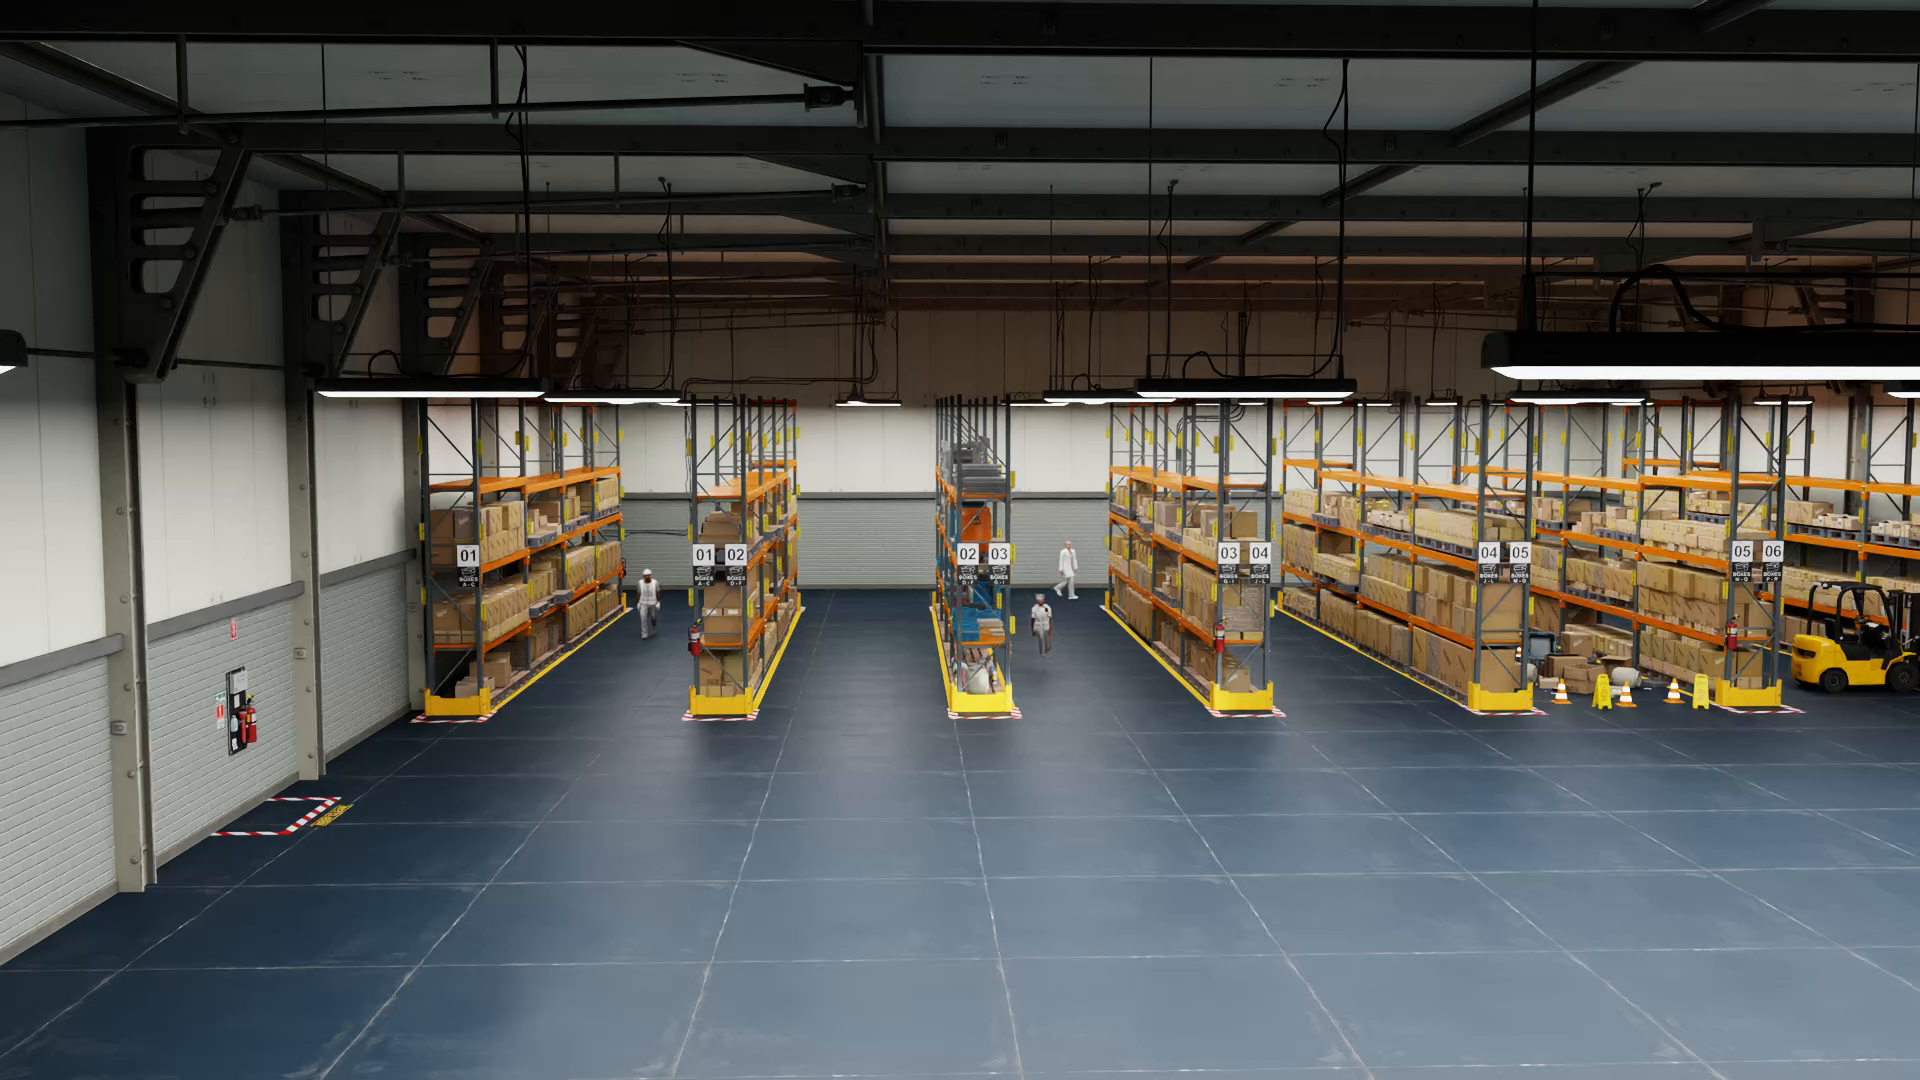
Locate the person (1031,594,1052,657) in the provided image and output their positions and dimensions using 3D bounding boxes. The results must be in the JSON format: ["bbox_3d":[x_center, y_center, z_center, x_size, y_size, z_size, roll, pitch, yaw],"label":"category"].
[{"bbox_3d":[1.825,1.899,36.735,0.443,1.445,1.058,-1,5,-9],"label":"person"}]

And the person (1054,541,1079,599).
[{"bbox_3d":[3.227,0.890,50.135,0.945,1.749,0.545,3,5,35],"label":"person"}]

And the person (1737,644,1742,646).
[{"bbox_3d":[16.820,2.050,36.197,0.612,1.658,0.785,-1,5,-11],"label":"person"}]

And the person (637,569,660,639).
[{"bbox_3d":[-7.794,1.577,41.616,0.571,1.740,1.009,0,5,-6],"label":"person"}]
